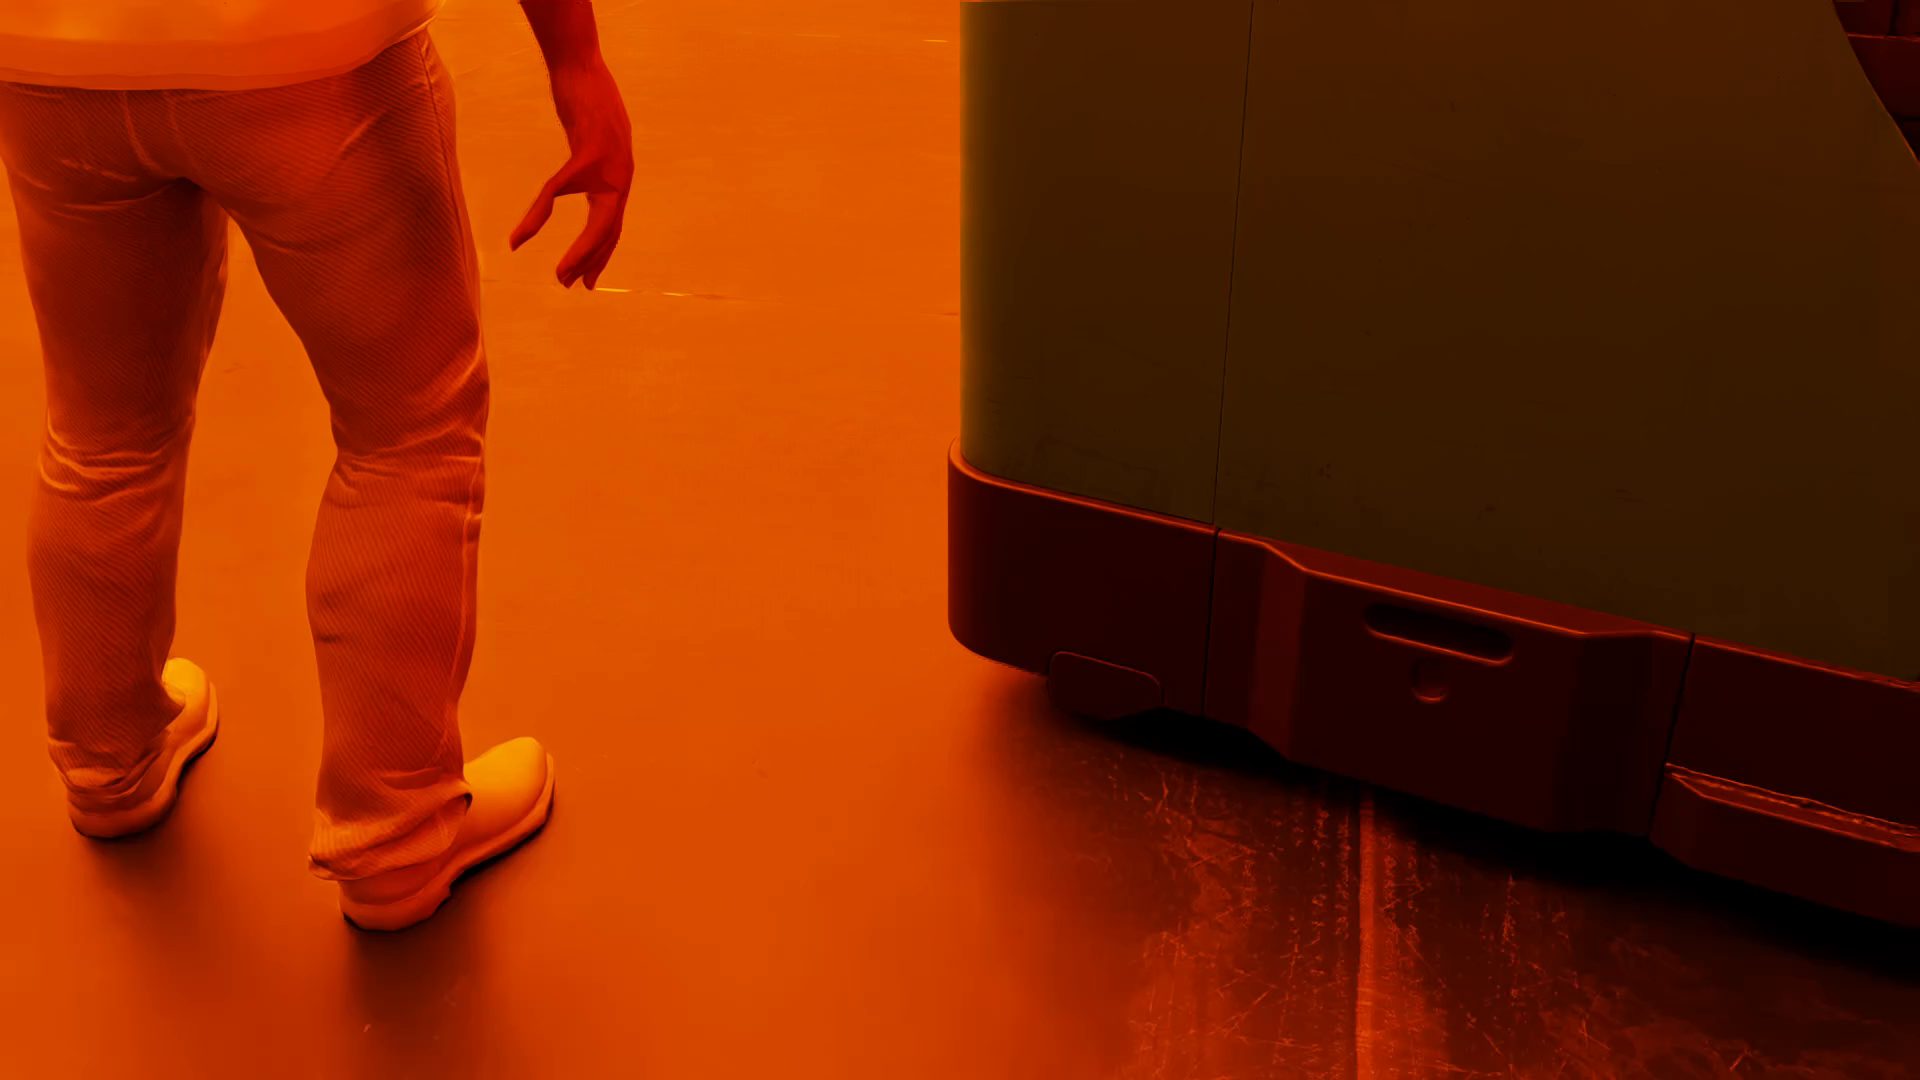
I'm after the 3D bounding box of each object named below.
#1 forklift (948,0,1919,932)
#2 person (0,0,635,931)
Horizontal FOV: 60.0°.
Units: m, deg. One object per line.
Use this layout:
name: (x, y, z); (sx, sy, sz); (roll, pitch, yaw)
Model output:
forklift: (1.529, -1.003, 1.234); (3.031, 2.935, 1.130); (14, 30, 25)
person: (-0.669, -0.465, 1.491); (0.816, 1.740, 0.413); (5, 27, 9)
